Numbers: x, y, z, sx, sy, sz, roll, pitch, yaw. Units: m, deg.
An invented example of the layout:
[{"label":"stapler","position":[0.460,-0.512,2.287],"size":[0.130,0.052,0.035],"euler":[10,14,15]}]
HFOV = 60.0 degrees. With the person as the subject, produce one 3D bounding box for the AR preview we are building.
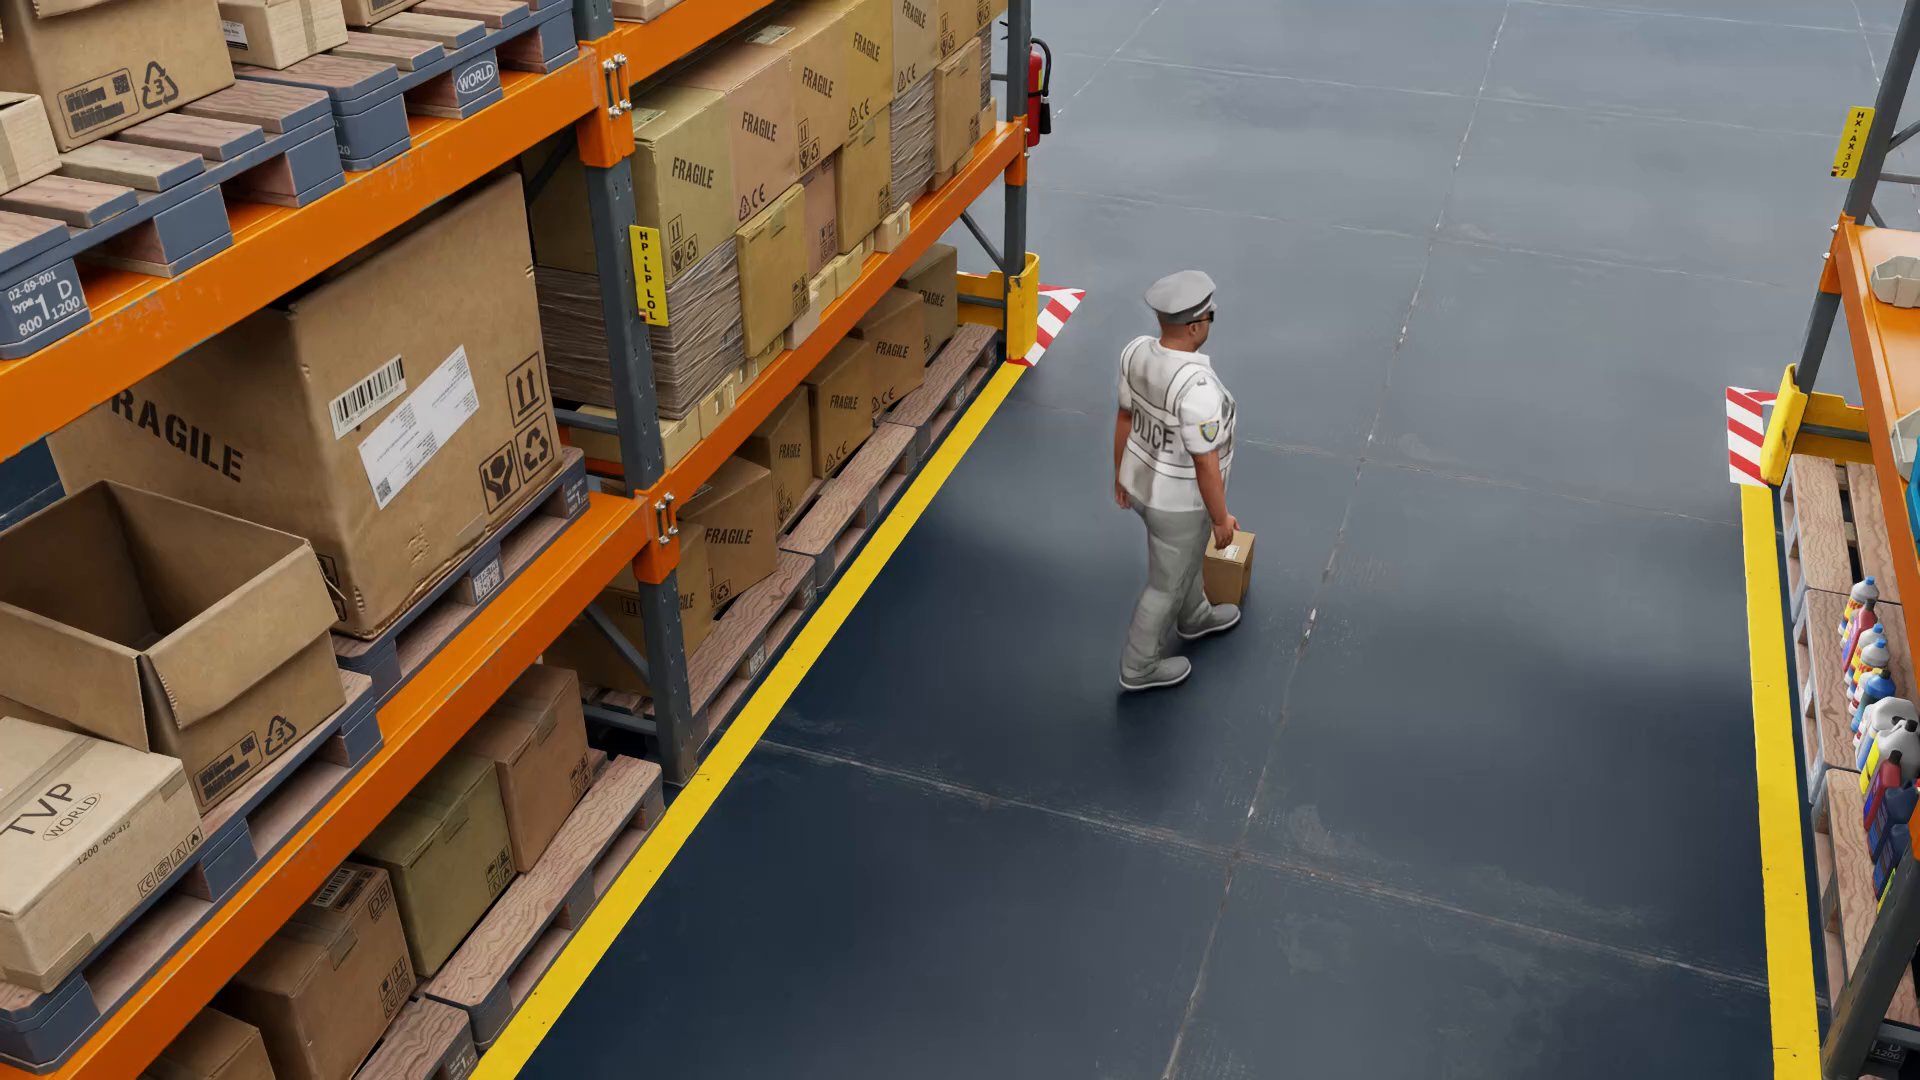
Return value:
[{"label":"person","position":[0.953,-0.228,6.451],"size":[0.707,1.754,0.546],"euler":[-14,35,-20]}]
